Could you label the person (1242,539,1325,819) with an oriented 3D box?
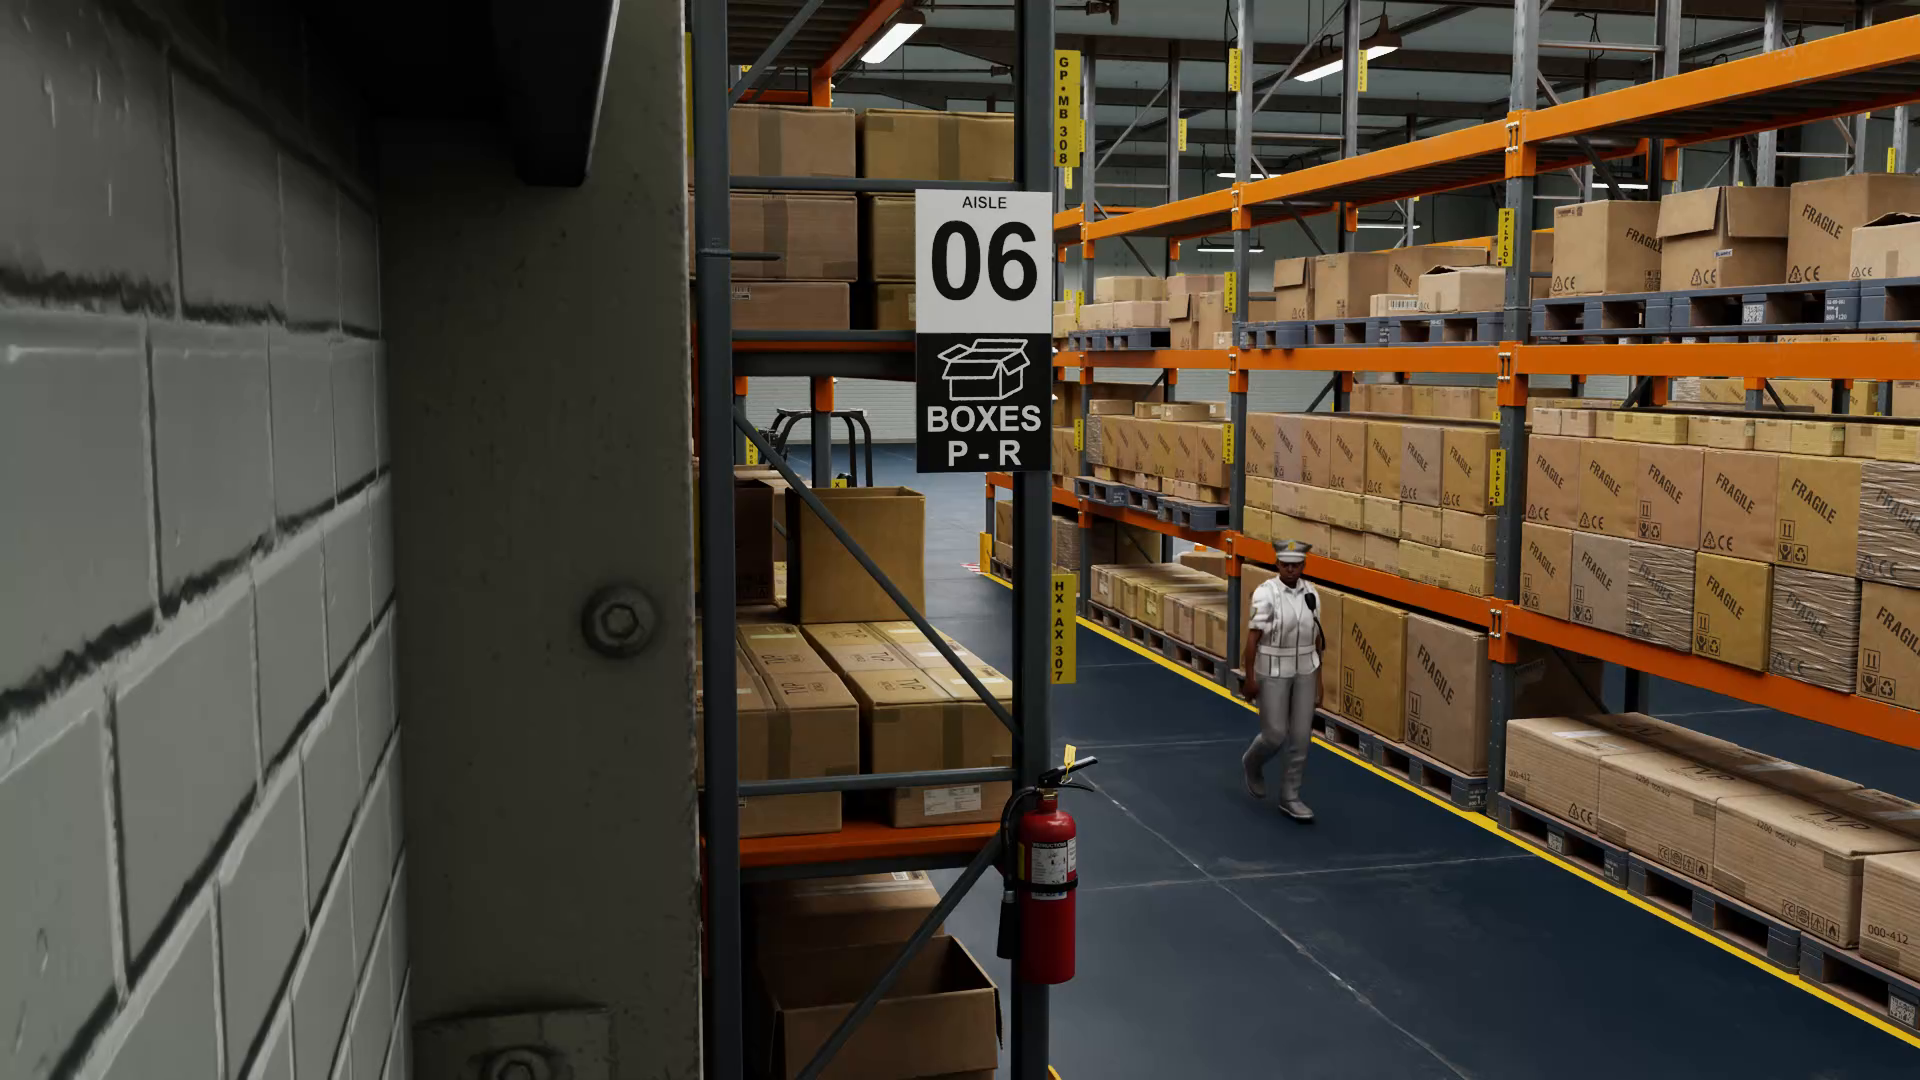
[{"bbox_3d":[1.913,0.804,9.950,0.480,1.661,0.553,-2,7,-17],"label":"person"}]
